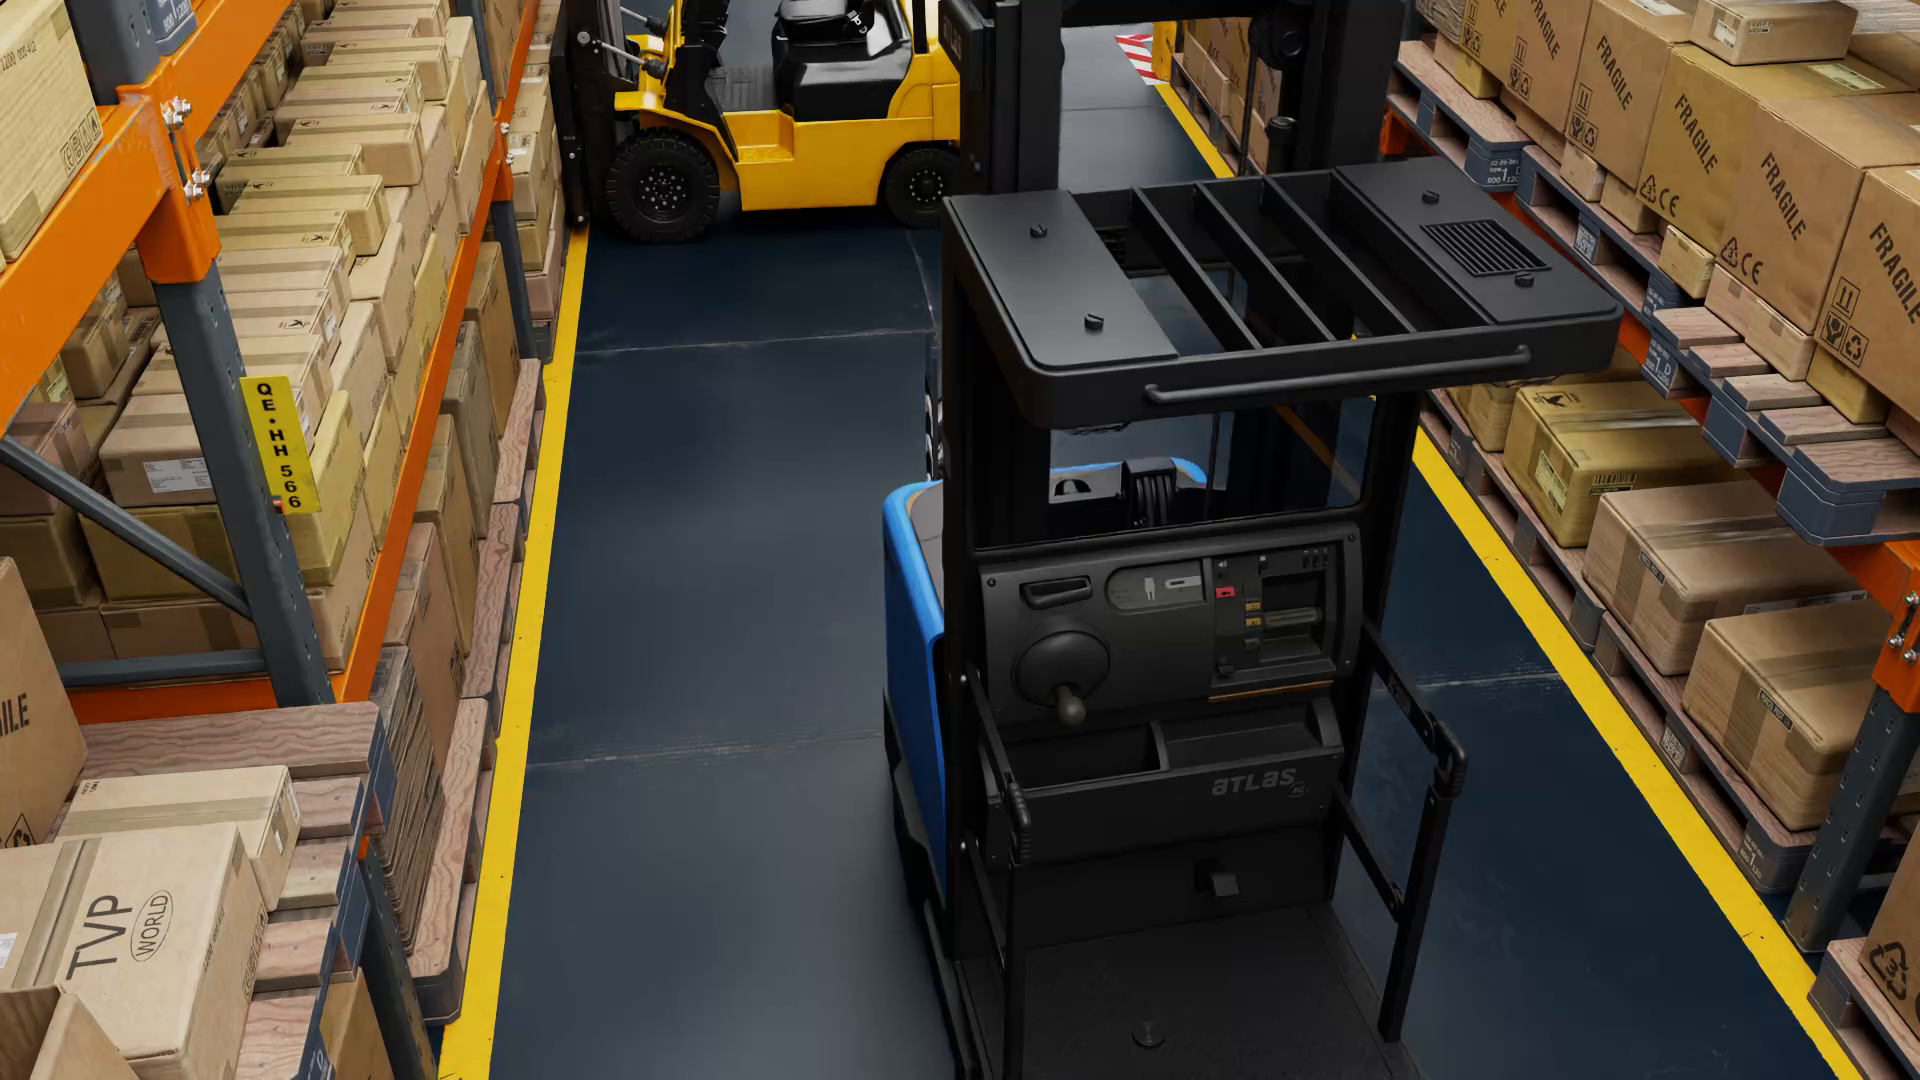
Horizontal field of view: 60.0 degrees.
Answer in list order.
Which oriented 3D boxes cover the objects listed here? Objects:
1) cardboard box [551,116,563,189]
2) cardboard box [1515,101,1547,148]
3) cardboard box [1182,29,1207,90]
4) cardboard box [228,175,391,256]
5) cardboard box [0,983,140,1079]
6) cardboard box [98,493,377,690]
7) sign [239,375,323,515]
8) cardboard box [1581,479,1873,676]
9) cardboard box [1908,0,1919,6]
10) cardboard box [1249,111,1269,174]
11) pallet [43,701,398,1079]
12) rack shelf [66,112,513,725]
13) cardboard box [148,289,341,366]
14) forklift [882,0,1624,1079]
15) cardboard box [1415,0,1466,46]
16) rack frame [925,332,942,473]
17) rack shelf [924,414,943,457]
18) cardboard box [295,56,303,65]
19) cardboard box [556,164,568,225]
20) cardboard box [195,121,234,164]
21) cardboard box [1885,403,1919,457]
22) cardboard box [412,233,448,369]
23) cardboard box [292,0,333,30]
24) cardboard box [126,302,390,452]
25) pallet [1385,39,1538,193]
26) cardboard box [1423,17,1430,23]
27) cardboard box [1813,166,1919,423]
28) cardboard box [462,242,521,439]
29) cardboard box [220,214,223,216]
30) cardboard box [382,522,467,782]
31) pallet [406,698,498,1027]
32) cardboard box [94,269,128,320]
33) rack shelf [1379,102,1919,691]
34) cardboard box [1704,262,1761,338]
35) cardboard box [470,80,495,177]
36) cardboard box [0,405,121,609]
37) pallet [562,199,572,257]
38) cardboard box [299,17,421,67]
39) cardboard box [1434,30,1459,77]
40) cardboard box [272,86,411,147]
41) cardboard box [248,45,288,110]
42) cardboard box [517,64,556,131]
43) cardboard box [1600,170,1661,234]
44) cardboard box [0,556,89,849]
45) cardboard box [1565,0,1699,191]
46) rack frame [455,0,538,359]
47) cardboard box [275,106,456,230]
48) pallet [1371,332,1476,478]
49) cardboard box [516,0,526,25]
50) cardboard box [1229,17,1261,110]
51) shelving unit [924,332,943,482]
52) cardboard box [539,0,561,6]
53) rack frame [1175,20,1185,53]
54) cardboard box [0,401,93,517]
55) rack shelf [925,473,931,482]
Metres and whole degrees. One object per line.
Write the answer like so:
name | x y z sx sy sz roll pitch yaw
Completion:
cardboard box | -2.353 -2.031 8.691 0.500 0.250 0.500 -5 35 -7
cardboard box | 2.344 -1.607 6.295 0.380 0.149 0.250 -4 34 -6
cardboard box | 1.747 -3.107 10.715 0.500 0.250 0.500 -5 35 -7
cardboard box | -1.865 -0.928 4.783 0.380 0.149 0.250 -4 34 -5
cardboard box | -1.527 0.982 2.181 0.797 0.503 0.637 -5 35 -7
cardboard box | -1.747 0.097 4.077 0.500 0.250 0.500 -4 35 -6
sign | -1.393 -0.191 3.409 0.100 0.325 0.005 -4 35 -6
cardboard box | 2.815 0.108 5.888 0.950 0.372 0.625 -5 35 -7
cardboard box | 6.961 -3.895 11.315 0.875 0.875 0.875 -4 34 -6
cardboard box | 1.959 -2.236 9.437 0.500 0.250 0.500 -4 34 -6
pallet | -1.769 0.753 3.151 1.213 0.211 1.003 -4 35 -6
rack shelf | -2.199 -0.518 5.485 1.077 0.370 4.000 -4 35 -6
cardboard box | -1.778 -0.499 4.154 0.380 0.149 0.250 -3 34 -5
forklift | 0.555 0.263 3.761 1.130 2.935 3.031 -7 35 -10
cardboard box | 2.229 -2.364 6.829 0.500 0.500 0.500 -4 34 -5
rack frame | -0.013 -0.424 6.573 0.240 0.900 0.006 -4 35 -6
rack shelf | 0.001 -0.414 6.458 0.258 0.077 0.200 -4 35 -6
cardboard box | -2.653 -1.773 6.377 0.500 0.250 0.500 -5 35 -7
cardboard box | -2.373 -1.831 8.842 0.500 0.250 0.500 -4 34 -6
cardboard box | -2.474 -1.174 5.144 0.380 0.149 0.250 -4 34 -6
cardboard box | 2.711 -0.312 4.394 0.380 0.149 0.250 -3 34 -5
cardboard box | -1.954 -0.761 5.336 0.500 0.250 0.500 -3 34 -5
cardboard box | -2.633 -2.028 6.398 0.380 0.149 0.250 -5 35 -7
cardboard box | -1.813 -0.389 4.347 0.500 0.250 0.500 -3 34 -5
pallet | 2.409 -1.792 6.887 1.003 0.211 1.213 -4 35 -6
cardboard box | 2.144 -2.702 7.699 0.500 0.500 0.500 -5 35 -8
cardboard box | 2.652 -0.647 4.310 0.500 0.500 0.500 -5 35 -8
cardboard box | -2.386 -0.833 7.045 0.875 0.625 0.625 -3 34 -4
cardboard box | -2.461 -0.919 5.125 0.500 0.250 0.500 -5 35 -7
cardboard box | -2.096 0.396 5.242 0.875 0.625 0.625 -3 34 -5
pallet | -2.002 0.991 5.108 1.003 0.211 1.213 -4 35 -6
cardboard box | -2.396 -0.593 4.292 0.380 0.149 0.250 -5 35 -7
rack shelf | 2.719 -0.896 6.040 1.077 0.370 4.000 -4 35 -6
cardboard box | 2.499 -0.734 5.014 0.380 0.149 0.250 -6 35 -9
cardboard box | -2.141 -1.608 6.579 0.500 0.250 0.500 -4 34 -5
cardboard box | -2.265 -0.073 3.883 0.500 0.250 0.500 -4 34 -5
pallet | -2.700 -1.908 9.362 1.003 0.211 1.213 -4 35 -6
cardboard box | -2.168 -1.783 6.039 0.380 0.149 0.250 -4 35 -6
cardboard box | 2.212 -2.046 6.940 0.380 0.149 0.250 -4 34 -6
cardboard box | -2.000 -1.356 5.411 0.380 0.149 0.250 -4 34 -6
cardboard box | -2.561 -1.594 5.761 0.380 0.149 0.250 -5 35 -7
cardboard box | -2.359 -2.238 8.551 0.500 0.250 0.500 -3 34 -5
cardboard box | 2.424 -1.170 5.654 0.380 0.149 0.250 -5 35 -8
cardboard box | -2.015 0.385 3.059 0.500 0.500 0.500 -3 34 -4
cardboard box | 2.430 -1.521 5.593 0.500 0.500 0.500 -6 35 -8
rack frame | -2.468 -1.931 6.920 1.000 3.000 0.127 -4 35 -6
cardboard box | -2.009 -1.249 5.608 0.500 0.250 0.500 -4 34 -5
pallet | 2.557 -0.722 7.623 1.003 0.211 1.213 -4 35 -6
cardboard box | -2.424 -2.812 8.123 0.500 0.500 0.500 -5 35 -7
cardboard box | 1.885 -2.832 9.645 0.500 0.500 0.500 -4 34 -5
shelving unit | 0.001 -0.367 6.490 0.258 0.900 0.210 -4 35 -6
cardboard box | -2.560 -3.096 9.810 0.500 0.250 0.500 -4 34 -6
rack frame | 1.913 -4.541 10.750 1.000 3.000 0.127 -4 35 -6
cardboard box | -2.174 -0.174 3.678 0.380 0.149 0.250 -3 34 -5
rack shelf | 0.001 -0.191 6.610 0.258 0.077 0.200 -4 35 -6
